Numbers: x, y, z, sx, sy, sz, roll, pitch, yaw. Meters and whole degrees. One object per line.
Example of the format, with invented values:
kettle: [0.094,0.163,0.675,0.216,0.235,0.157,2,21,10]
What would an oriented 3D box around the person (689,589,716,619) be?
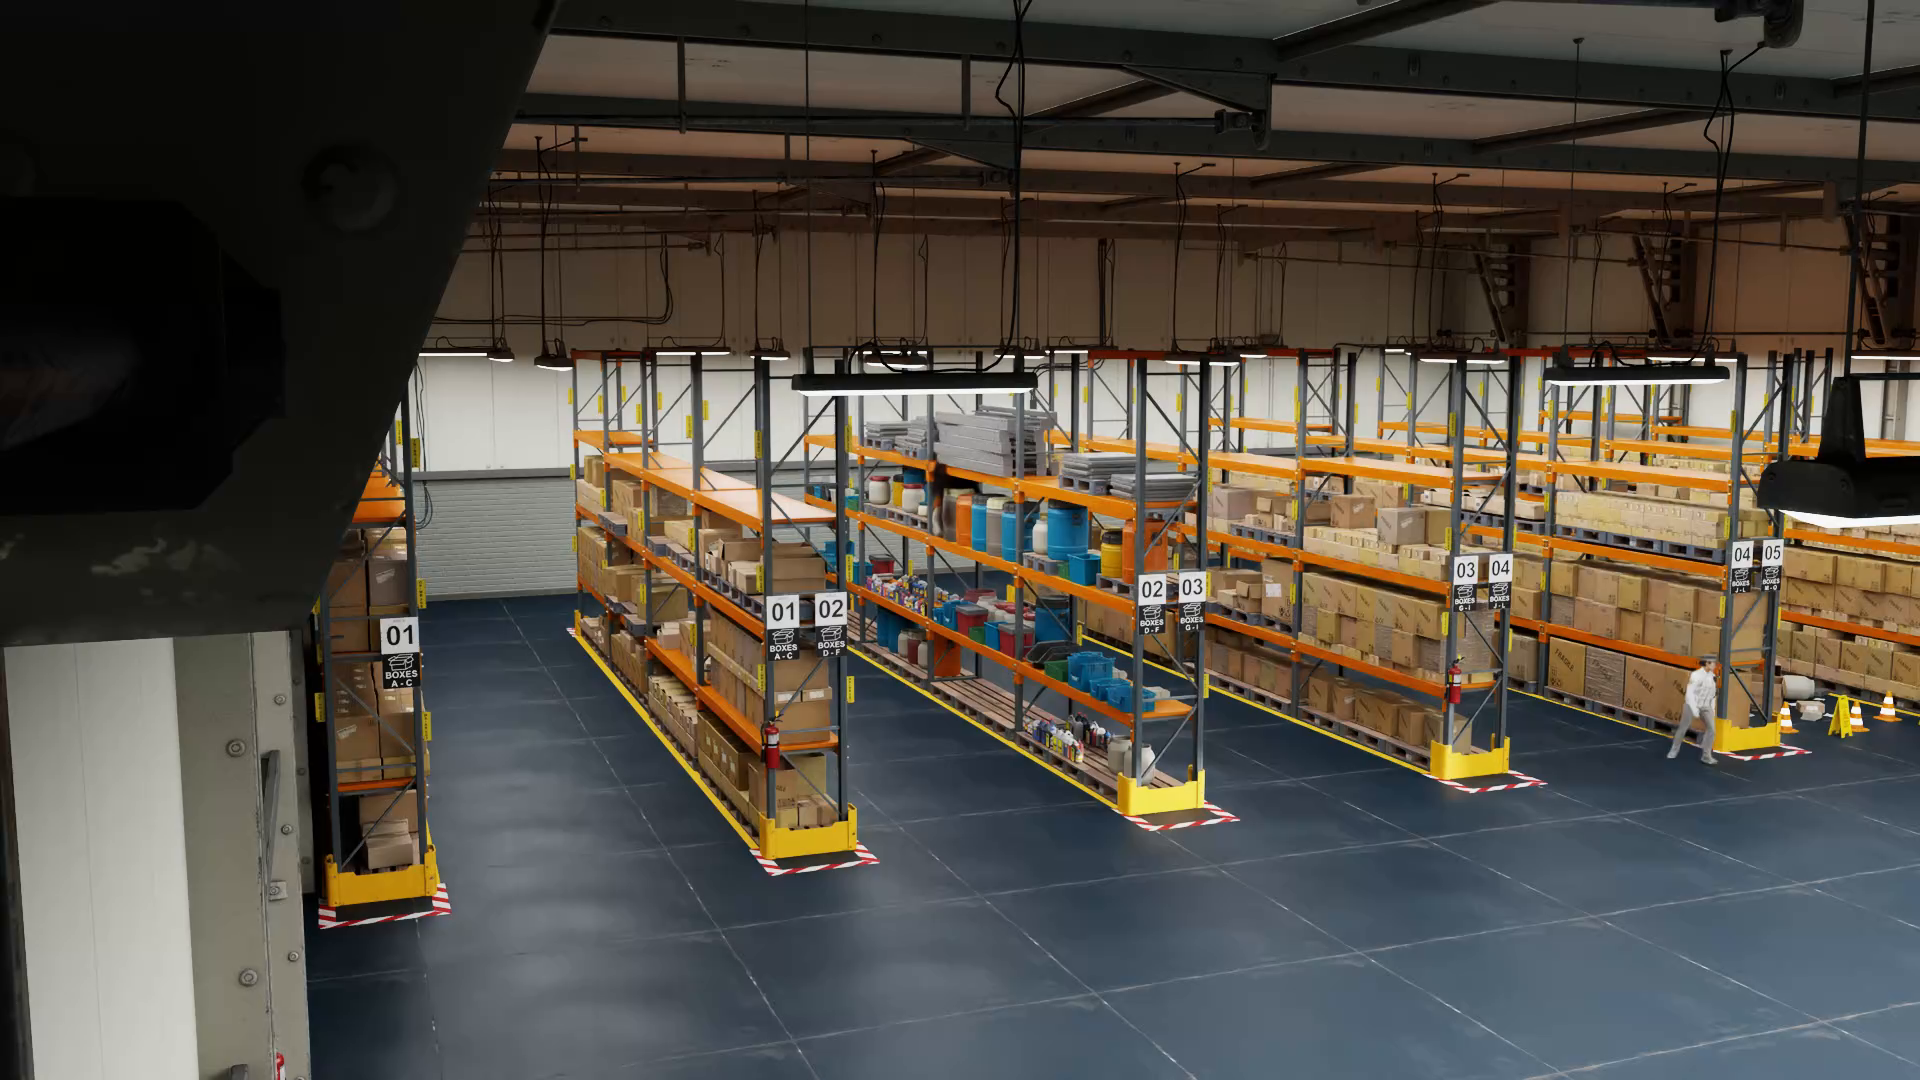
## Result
person: [-5.288,1.204,34.580,0.692,1.694,0.879,-4,8,-31]

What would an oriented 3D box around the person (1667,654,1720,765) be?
person: [10.878,2.481,24.609,0.614,1.659,0.613,-2,8,-19]

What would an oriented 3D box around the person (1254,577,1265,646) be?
person: [6.118,1.364,33.036,0.712,1.735,0.817,-2,7,-17]
